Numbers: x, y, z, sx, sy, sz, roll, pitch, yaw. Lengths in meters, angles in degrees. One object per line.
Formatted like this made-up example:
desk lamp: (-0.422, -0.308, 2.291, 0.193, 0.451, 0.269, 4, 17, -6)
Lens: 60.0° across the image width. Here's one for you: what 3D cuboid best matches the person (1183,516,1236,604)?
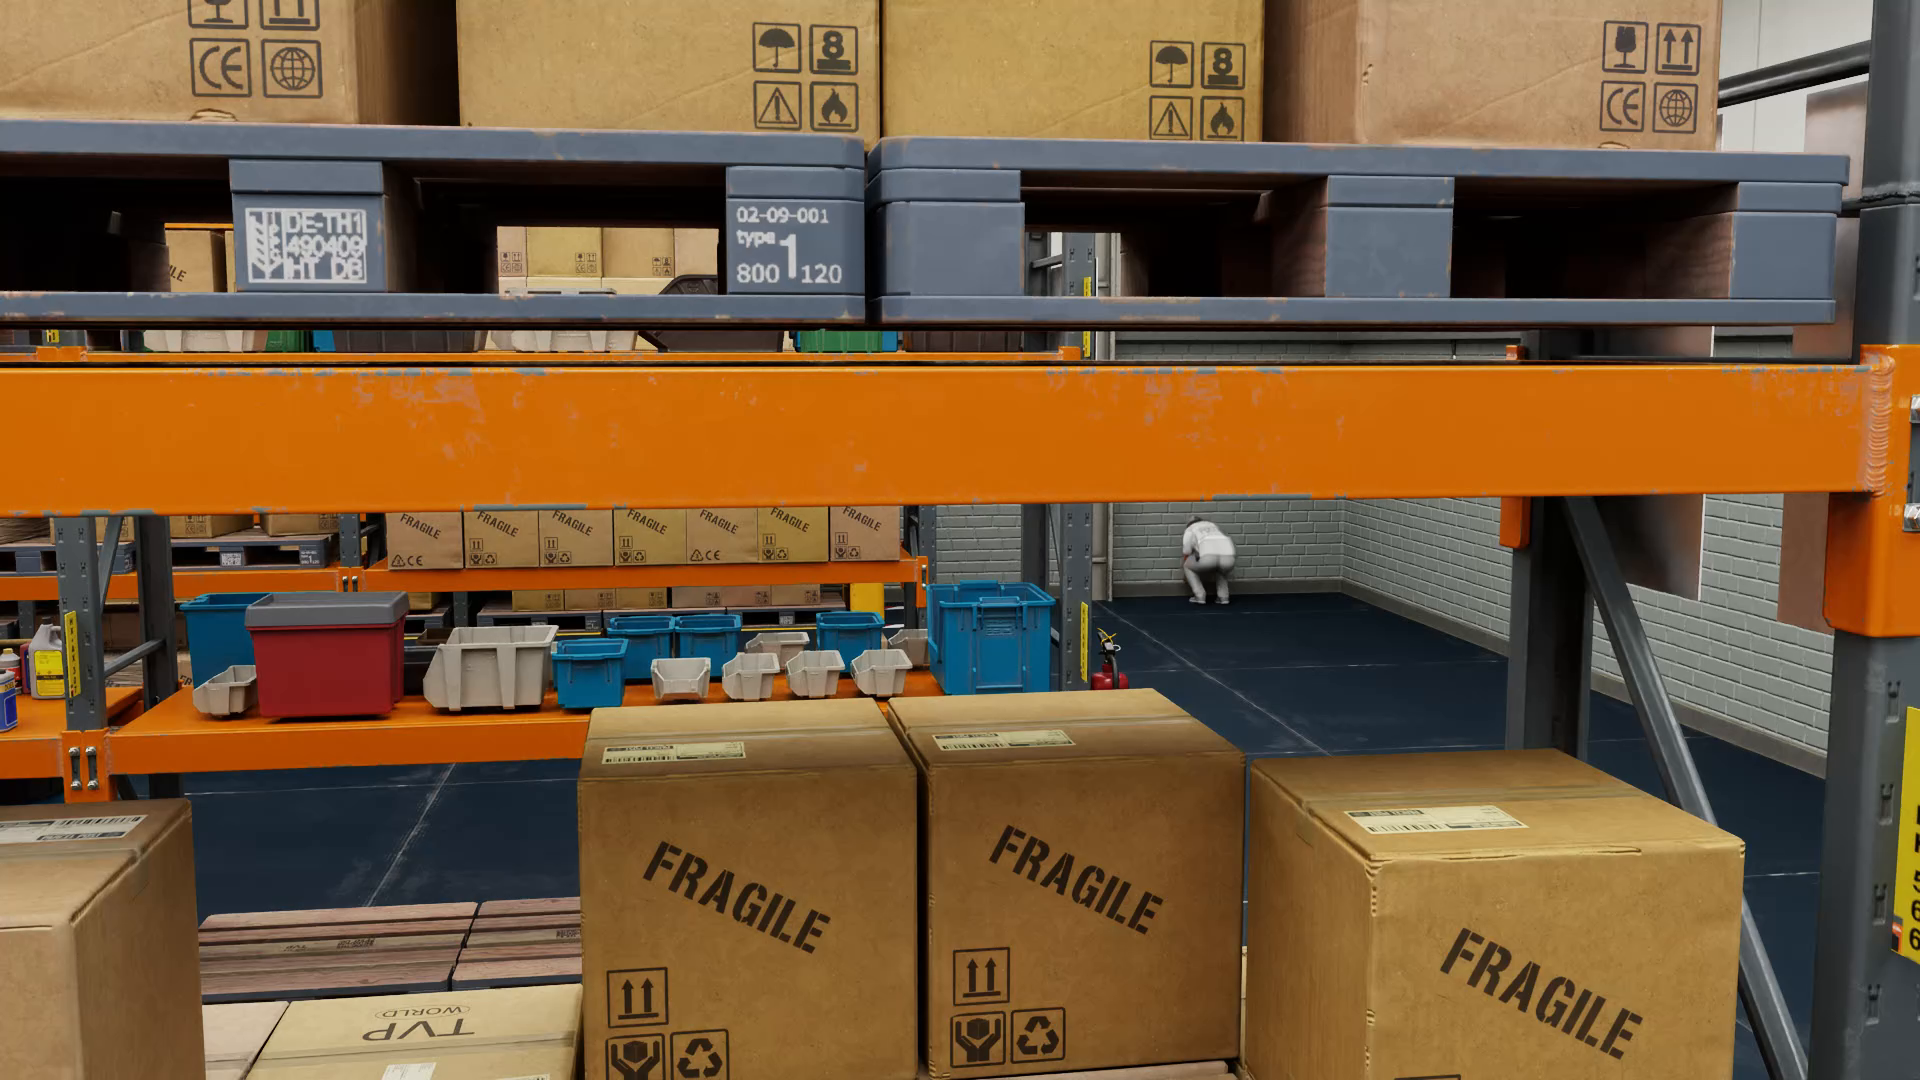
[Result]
person: (2.755, 0.230, 18.534, 0.499, 0.943, 0.865, -1, 7, -10)
